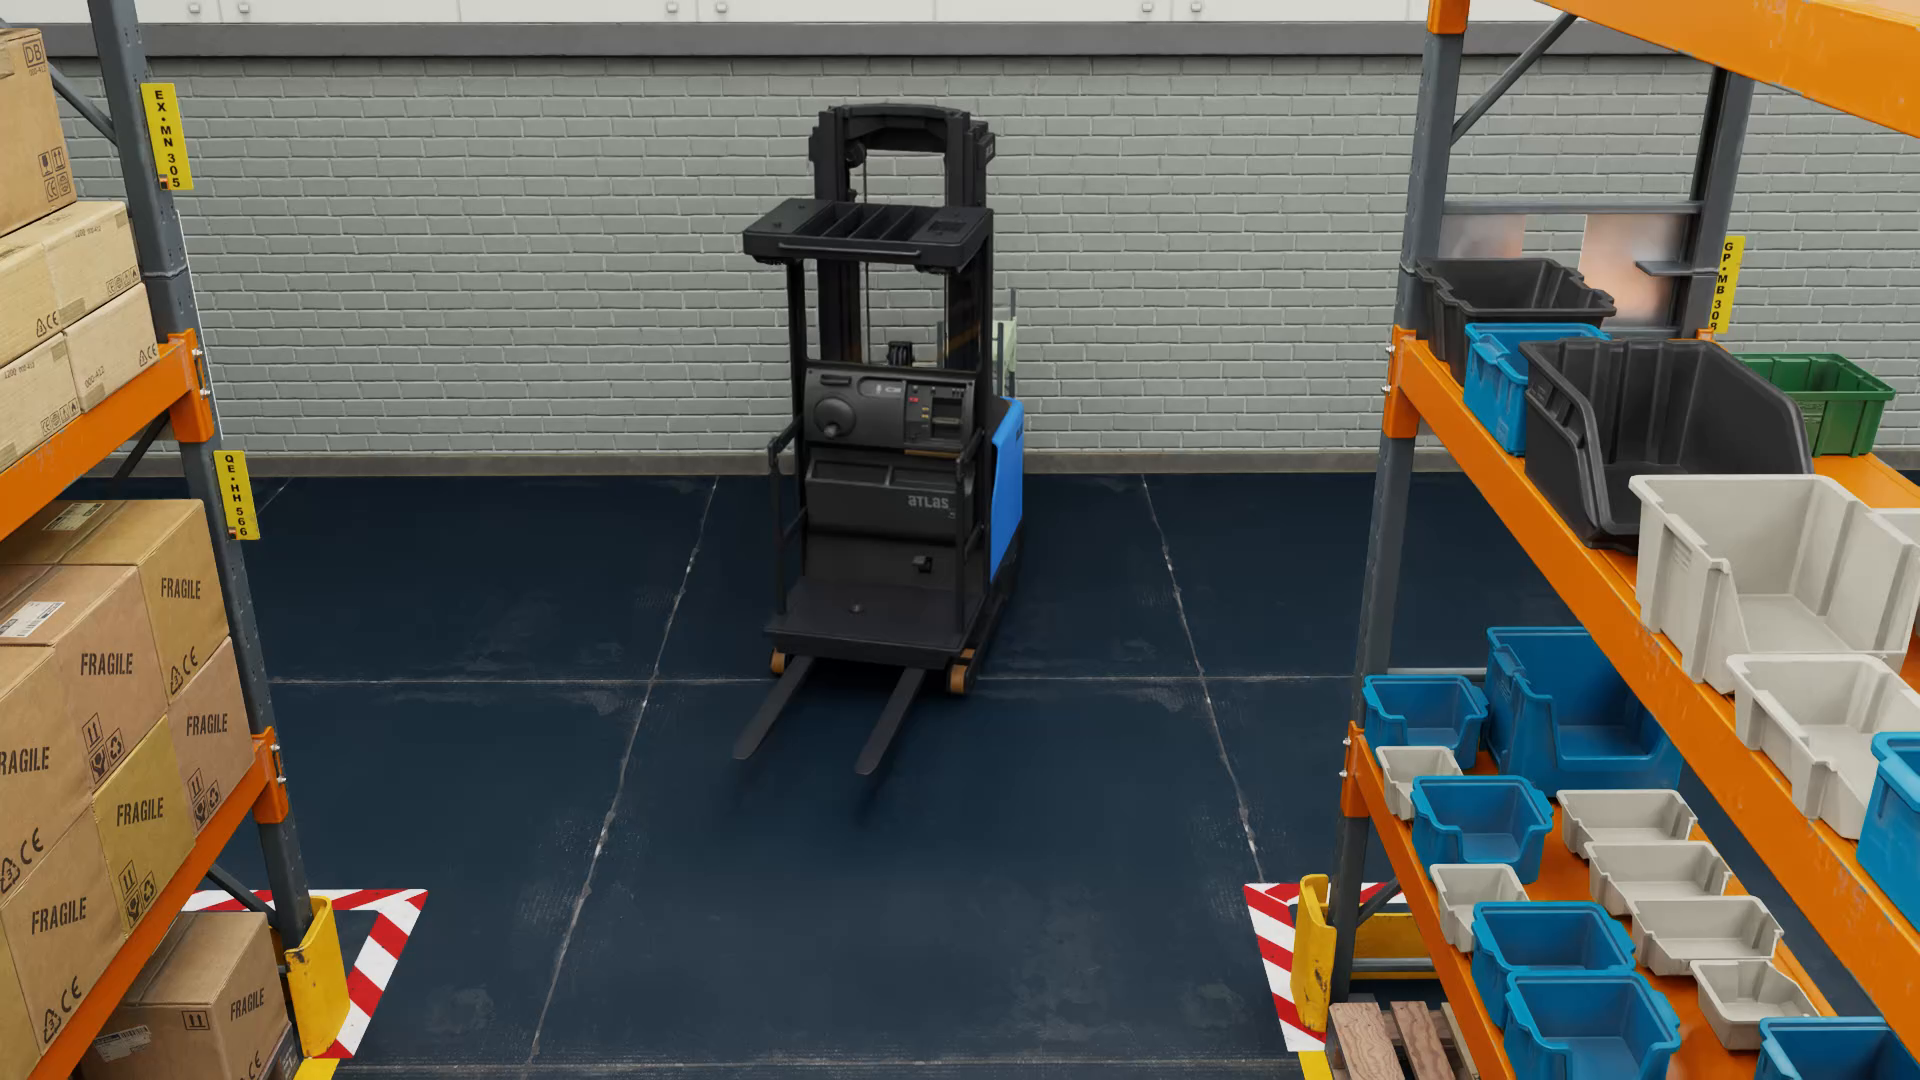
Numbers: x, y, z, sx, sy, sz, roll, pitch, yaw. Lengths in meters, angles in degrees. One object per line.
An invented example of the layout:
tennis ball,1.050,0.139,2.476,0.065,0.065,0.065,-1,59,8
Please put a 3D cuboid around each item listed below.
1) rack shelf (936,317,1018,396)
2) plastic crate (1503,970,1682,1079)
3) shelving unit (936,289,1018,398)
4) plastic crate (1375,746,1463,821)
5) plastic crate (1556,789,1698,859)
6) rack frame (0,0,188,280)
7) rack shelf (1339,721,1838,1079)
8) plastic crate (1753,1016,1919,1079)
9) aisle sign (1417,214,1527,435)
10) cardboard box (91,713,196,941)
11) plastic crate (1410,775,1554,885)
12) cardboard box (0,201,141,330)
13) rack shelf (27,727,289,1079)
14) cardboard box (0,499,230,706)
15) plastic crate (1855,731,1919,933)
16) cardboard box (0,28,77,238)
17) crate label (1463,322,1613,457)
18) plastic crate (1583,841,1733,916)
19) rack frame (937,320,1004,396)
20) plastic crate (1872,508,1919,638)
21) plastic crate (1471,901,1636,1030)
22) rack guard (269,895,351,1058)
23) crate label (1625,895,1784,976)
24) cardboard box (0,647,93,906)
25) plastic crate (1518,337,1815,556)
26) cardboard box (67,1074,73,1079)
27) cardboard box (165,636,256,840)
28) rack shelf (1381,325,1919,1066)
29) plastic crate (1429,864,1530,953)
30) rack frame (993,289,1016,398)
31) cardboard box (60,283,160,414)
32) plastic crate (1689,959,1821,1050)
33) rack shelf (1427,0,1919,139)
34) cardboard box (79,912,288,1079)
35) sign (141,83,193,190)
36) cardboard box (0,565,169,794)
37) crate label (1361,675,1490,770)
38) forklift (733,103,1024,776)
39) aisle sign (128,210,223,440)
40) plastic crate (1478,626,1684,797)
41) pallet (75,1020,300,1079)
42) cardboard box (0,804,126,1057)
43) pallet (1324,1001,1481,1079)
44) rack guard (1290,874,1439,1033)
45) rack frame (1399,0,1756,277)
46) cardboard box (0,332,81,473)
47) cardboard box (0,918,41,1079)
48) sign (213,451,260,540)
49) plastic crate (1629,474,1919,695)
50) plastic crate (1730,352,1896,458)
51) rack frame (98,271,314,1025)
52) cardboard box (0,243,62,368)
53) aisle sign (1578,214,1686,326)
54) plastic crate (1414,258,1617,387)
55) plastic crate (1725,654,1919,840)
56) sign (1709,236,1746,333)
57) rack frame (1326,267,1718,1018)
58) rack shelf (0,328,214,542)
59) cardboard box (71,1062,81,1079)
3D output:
rack shelf,0.112,-1.137,10.496,0.431,0.370,0.720,3,25,7
plastic crate,1.630,1.313,4.338,0.416,0.233,0.300,0,24,-1
shelving unit,0.112,-0.781,10.657,0.431,1.500,0.755,3,25,7
plastic crate,1.533,0.823,5.537,0.250,0.136,0.298,0,24,-1
plastic crate,2.129,0.922,5.318,0.396,0.136,0.243,0,24,-1
rack frame,-3.014,-2.218,4.735,1.000,3.000,0.127,0,24,-1
rack shelf,1.961,1.646,4.343,1.077,0.370,4.000,0,24,-1
plastic crate,2.218,1.388,4.170,0.416,0.233,0.300,0,24,-1
aisle sign,1.641,-0.718,5.544,0.394,0.787,0.004,0,24,-1
cardboard box,-2.728,0.867,5.072,0.500,0.500,0.500,0,24,0
plastic crate,1.620,0.918,5.211,0.416,0.233,0.300,0,24,-1
cardboard box,-2.753,-0.800,4.815,0.500,0.250,0.500,0,24,-1
rack shelf,-2.992,1.667,4.297,1.077,0.370,4.000,0,24,-1
cardboard box,-2.734,0.196,5.341,0.500,0.500,0.500,0,24,-1
plastic crate,1.654,0.479,2.615,0.416,0.233,0.300,0,24,-1
cardboard box,-2.992,-1.141,4.658,0.700,0.500,0.500,0,24,-1
crate label,1.626,-0.423,4.585,0.408,0.251,0.502,0,24,-1
plastic crate,2.118,1.042,5.053,0.396,0.136,0.243,0,24,-1
rack frame,0.064,-0.632,10.326,0.400,1.500,0.023,3,25,7
plastic crate,2.210,0.098,3.573,0.437,0.136,0.530,0,24,-1
plastic crate,1.627,1.189,4.611,0.416,0.233,0.300,0,24,-1
rack guard,-3.013,1.685,6.417,1.175,0.500,0.348,0,24,-1
crate label,2.145,1.157,4.800,0.396,0.136,0.243,0,24,-1
cardboard box,-2.717,0.618,4.409,0.500,0.500,0.500,0,24,1
plastic crate,1.681,-0.213,4.017,0.504,0.338,0.767,0,24,-1
cardboard box,-3.286,1.999,5.493,0.500,0.250,0.500,0,24,-1
cardboard box,-2.737,0.653,5.545,0.500,0.500,0.500,0,24,1
rack shelf,1.961,0.280,3.725,1.077,0.370,4.000,0,24,-1
plastic crate,1.541,1.103,4.919,0.250,0.136,0.298,0,24,-1
rack frame,0.160,-0.931,10.988,0.400,1.500,0.023,3,25,7
cardboard box,-2.745,-0.573,4.918,0.500,0.250,0.500,0,24,-1
plastic crate,2.167,1.279,4.530,0.298,0.136,0.250,0,24,-1
rack shelf,1.961,-0.905,3.189,1.077,0.370,4.000,0,24,-1
cardboard box,-2.762,1.677,5.902,0.500,0.500,0.500,0,24,-1
sign,-2.459,-1.249,5.158,0.100,0.325,0.005,0,24,-1
cardboard box,-2.728,0.404,4.881,0.500,0.500,0.500,0,24,1
crate label,1.613,0.647,5.811,0.416,0.233,0.303,0,24,-1
forklift,-0.424,-0.672,8.679,1.130,2.935,3.031,5,25,11
aisle sign,-2.708,-0.699,5.500,0.394,0.787,0.004,0,24,-1
plastic crate,2.130,0.588,5.694,0.616,0.435,0.499,0,24,-1
pallet,-3.003,2.146,5.750,1.003,0.211,1.213,0,24,-1
cardboard box,-2.728,1.072,4.618,0.500,0.500,0.500,0,24,0
pallet,1.909,2.105,5.840,1.003,0.211,1.213,0,24,-1
rack guard,1.926,1.624,6.554,1.175,0.500,0.348,0,24,-1
rack frame,1.939,-2.239,4.780,1.000,3.000,0.127,0,24,-1
cardboard box,-2.750,-0.367,4.463,0.500,0.250,0.500,0,24,-1
cardboard box,-2.722,1.280,4.159,0.500,0.500,0.500,-1,24,-1
sign,-2.459,-0.151,5.654,0.100,0.325,0.005,0,24,-1
plastic crate,1.655,0.096,3.401,0.437,0.282,0.530,0,24,-1
plastic crate,2.236,-0.371,4.546,0.450,0.188,0.336,0,24,-1
rack frame,-3.014,0.515,5.971,1.000,3.000,0.127,0,24,-1
cardboard box,-2.748,-0.594,4.360,0.500,0.250,0.500,0,24,-1
aisle sign,2.231,-0.721,5.549,0.394,0.787,0.004,0,24,-1
plastic crate,1.665,-0.653,5.072,0.497,0.269,0.590,0,24,-1
plastic crate,1.588,0.374,2.964,0.293,0.136,0.466,0,24,-1
sign,2.489,-0.834,5.440,0.100,0.325,0.005,0,24,-1
rack frame,1.939,0.494,6.017,1.000,3.000,0.127,0,24,-1
rack shelf,-2.992,0.300,3.679,1.077,0.370,4.000,0,24,-1
cardboard box,-3.350,1.883,5.851,0.380,0.166,0.250,0,24,-1
